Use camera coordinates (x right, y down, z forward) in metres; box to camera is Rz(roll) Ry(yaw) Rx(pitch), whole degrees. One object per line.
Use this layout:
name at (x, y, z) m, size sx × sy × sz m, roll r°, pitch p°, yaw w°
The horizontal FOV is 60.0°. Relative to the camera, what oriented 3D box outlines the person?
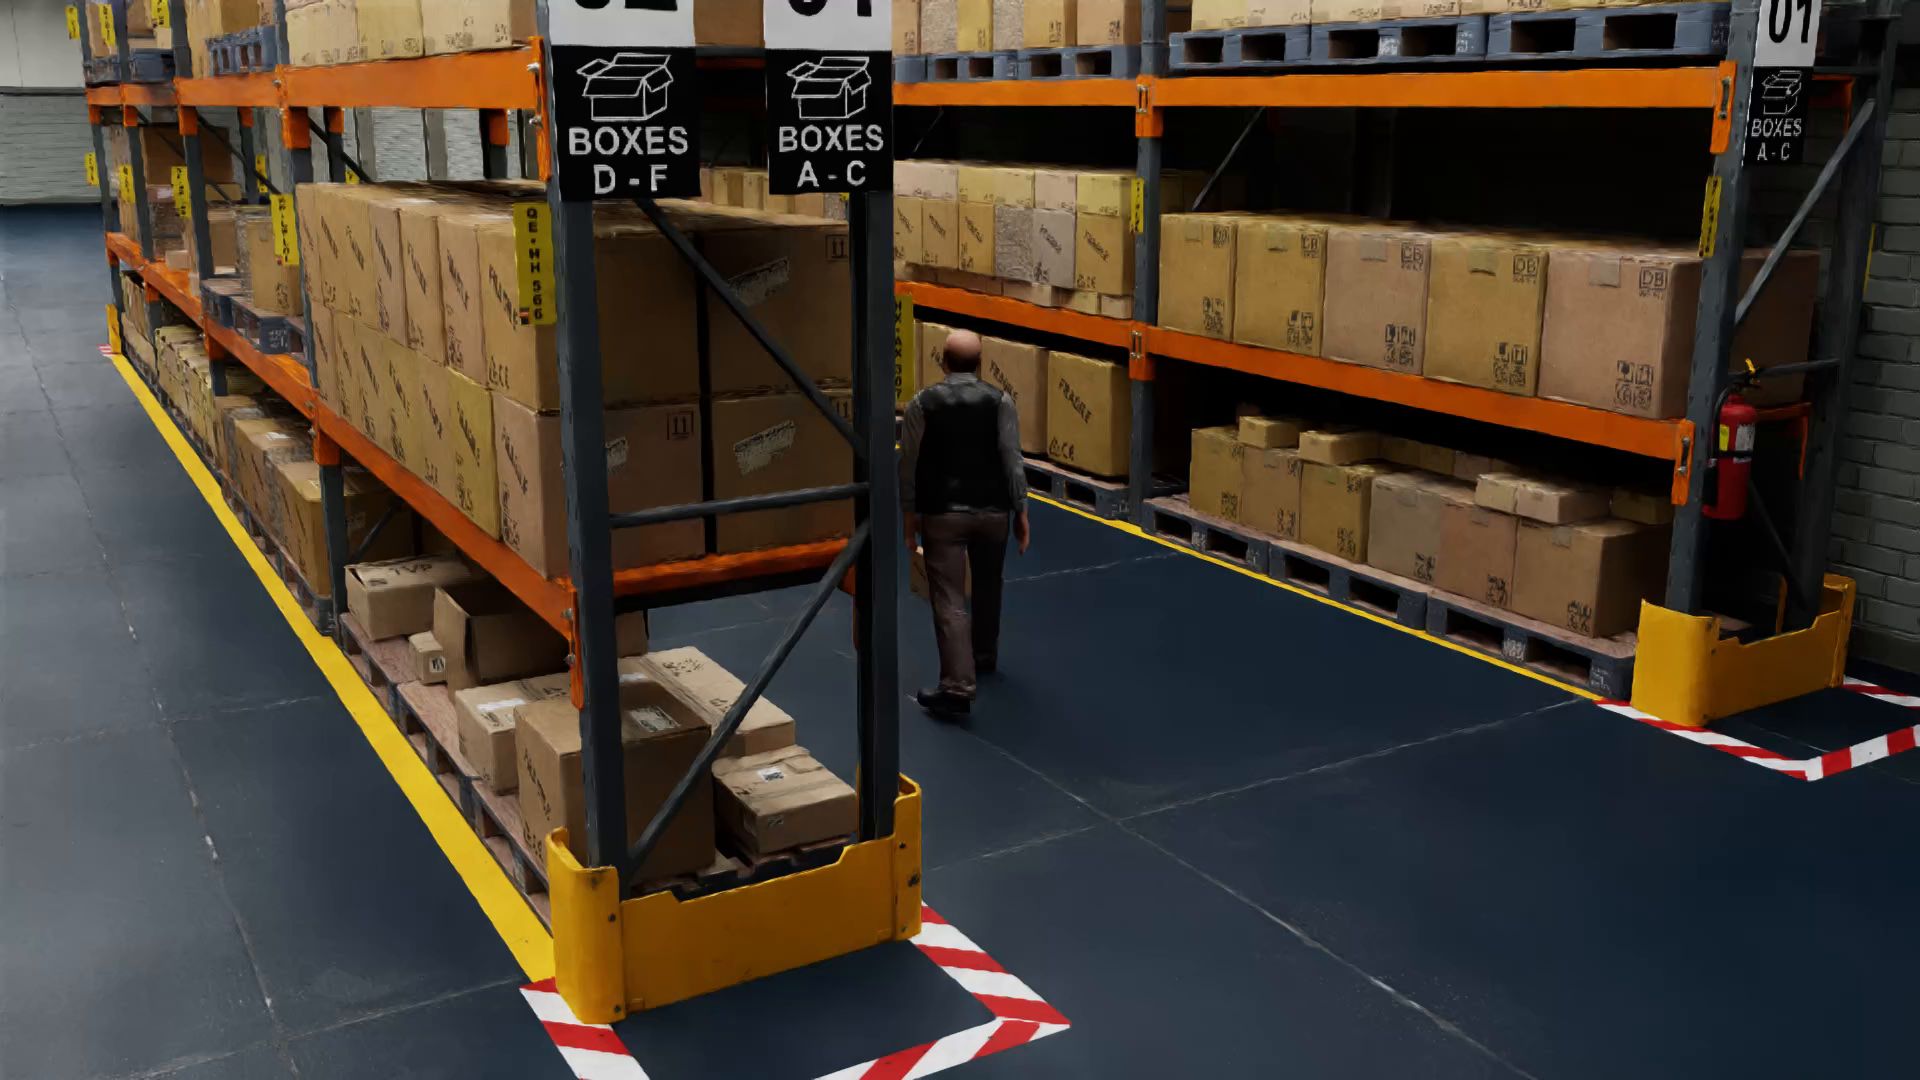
person at (0.008, -0.115, 7.597) m, size 0.578 × 1.679 × 0.965 m, roll -3°, pitch 15°, yaw -9°
